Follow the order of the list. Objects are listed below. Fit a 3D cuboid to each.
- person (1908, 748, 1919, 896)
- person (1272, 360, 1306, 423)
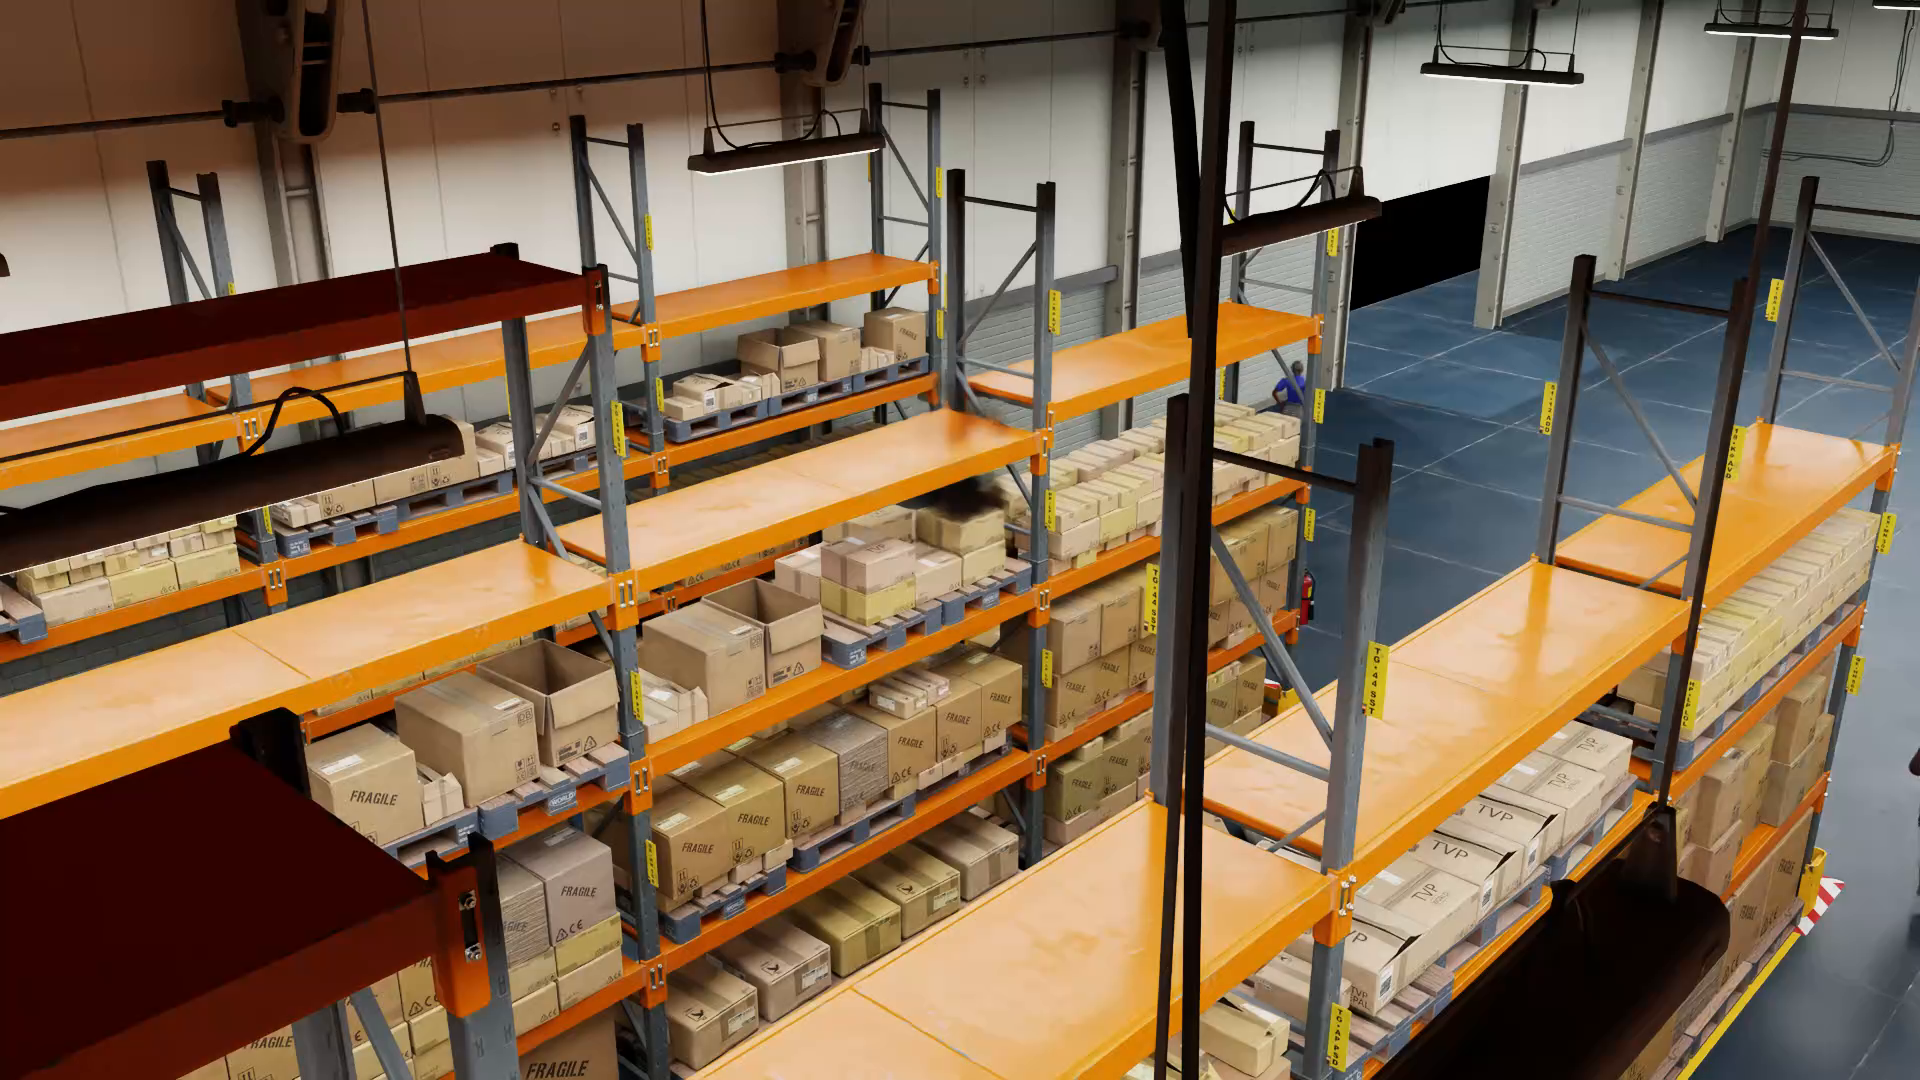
[{"bbox_3d":[8.307,2.229,13.934,0.723,1.756,0.964,11,24,26],"label":"person"},{"bbox_3d":[4.937,-1.810,24.549,0.559,1.602,0.677,15,26,33],"label":"person"}]
